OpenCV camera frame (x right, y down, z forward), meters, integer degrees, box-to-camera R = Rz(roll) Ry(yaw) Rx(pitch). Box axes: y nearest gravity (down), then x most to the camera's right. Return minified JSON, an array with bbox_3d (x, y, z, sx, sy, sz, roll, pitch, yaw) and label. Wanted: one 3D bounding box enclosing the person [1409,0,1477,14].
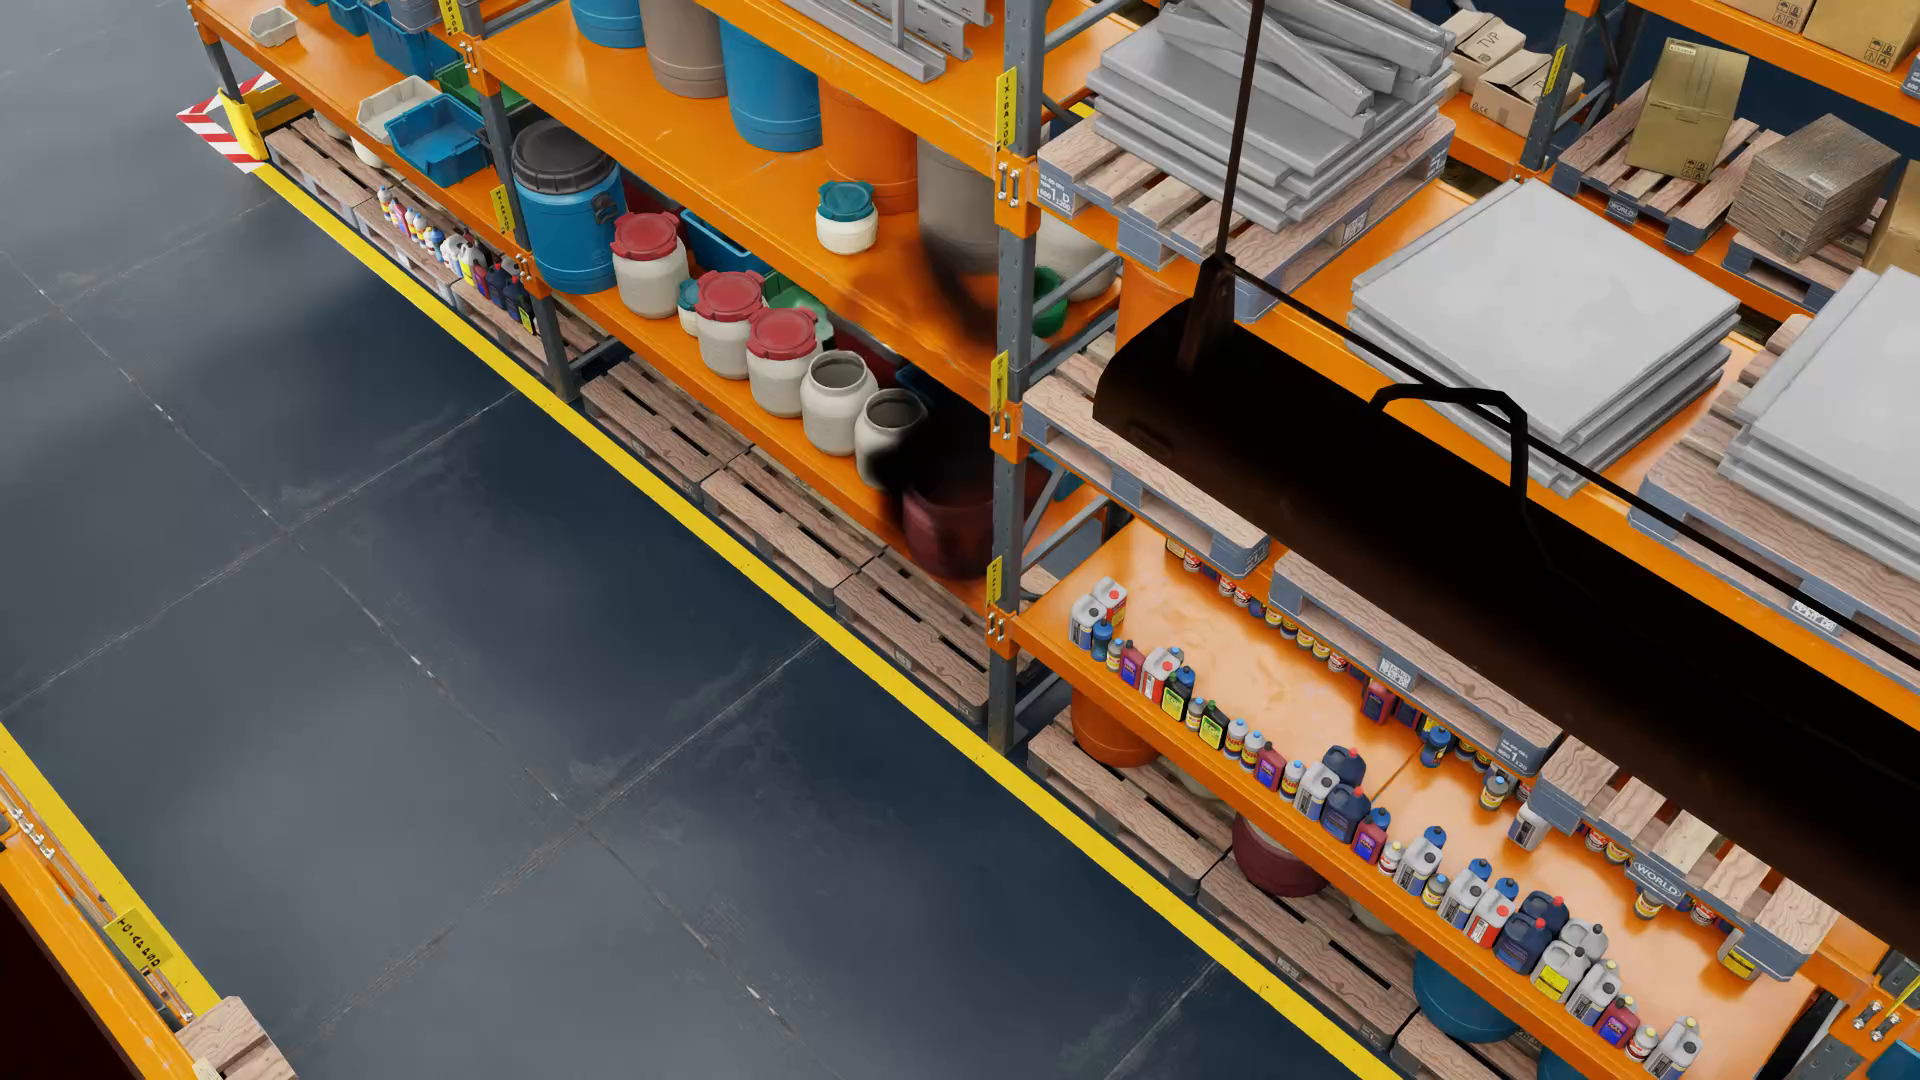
[{"bbox_3d":[3.905,-4.804,13.260,0.972,1.760,0.660,23,54,18],"label":"person"}]
